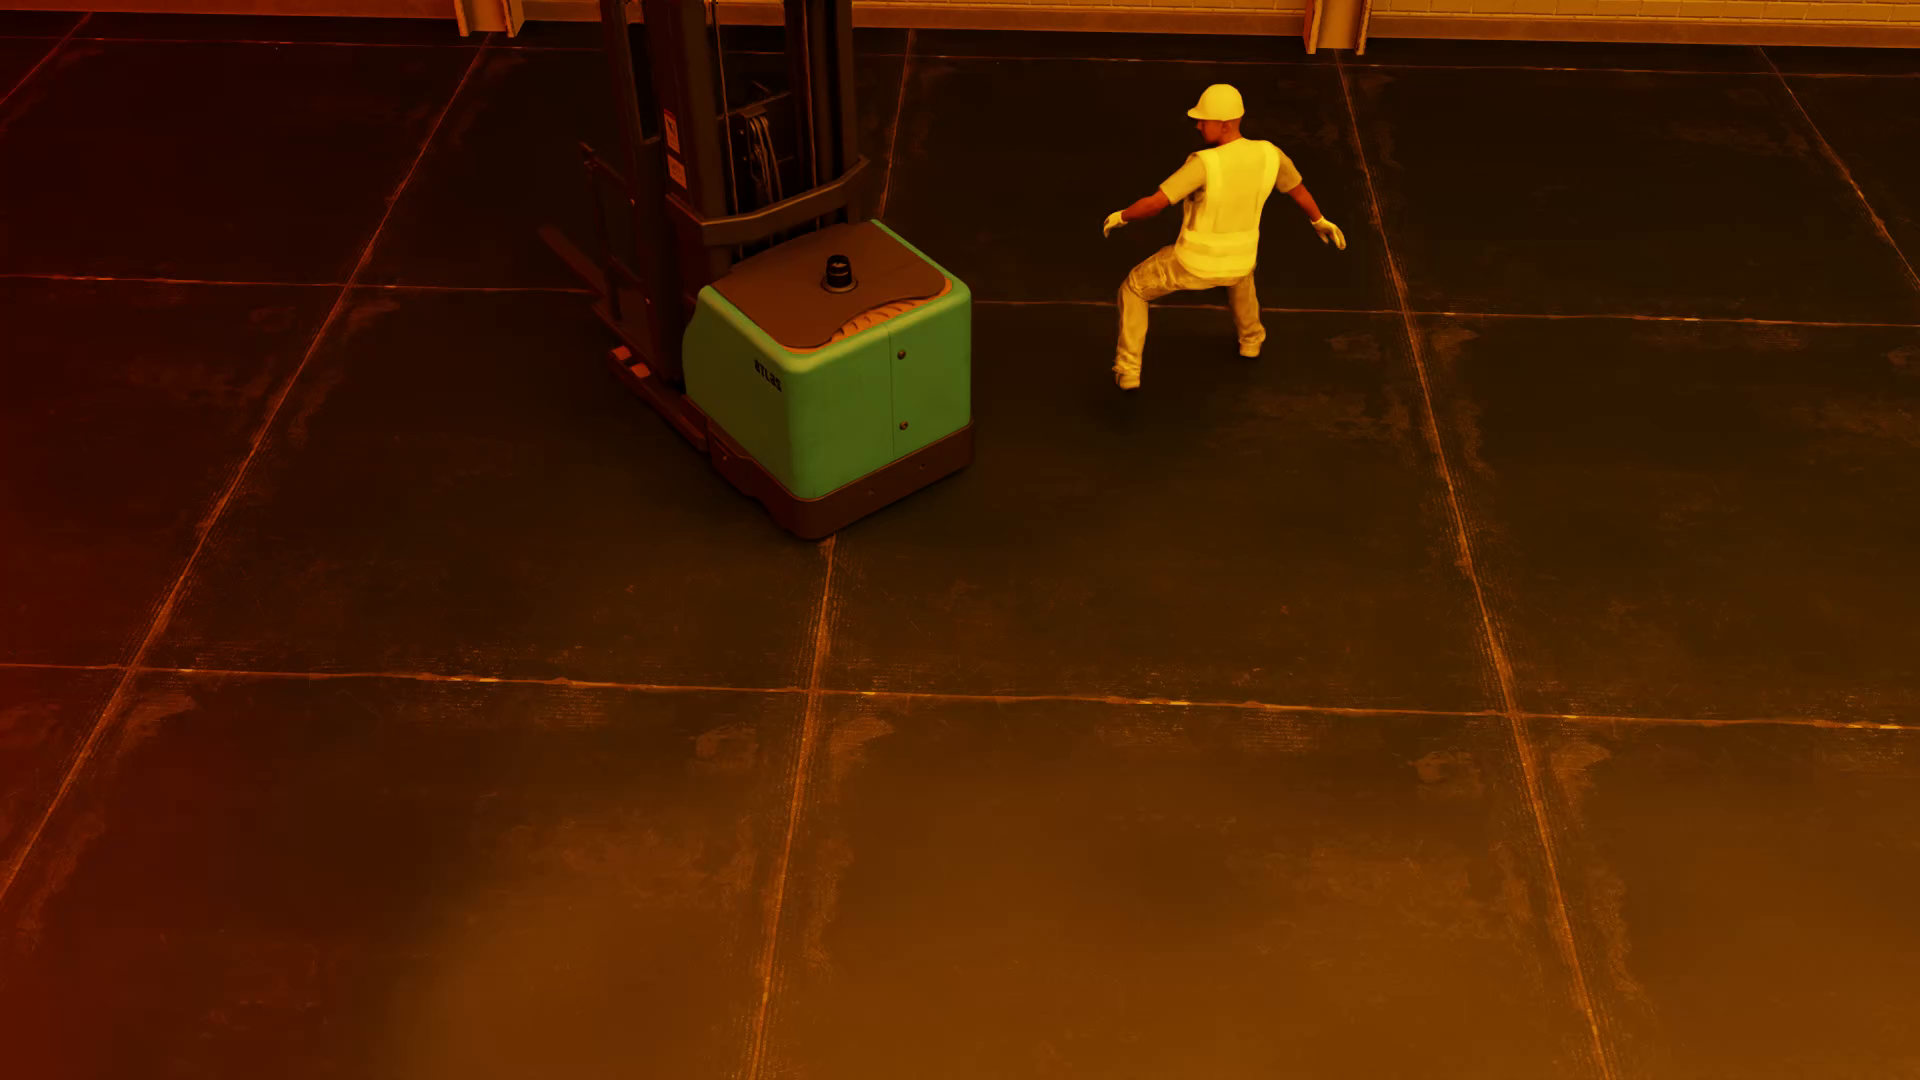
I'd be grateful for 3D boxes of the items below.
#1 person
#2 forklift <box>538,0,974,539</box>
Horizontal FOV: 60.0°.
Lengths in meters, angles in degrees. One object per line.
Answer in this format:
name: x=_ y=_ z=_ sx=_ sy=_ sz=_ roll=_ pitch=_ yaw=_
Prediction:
person: x=1.324 y=-1.485 z=8.397 sx=1.236 sy=1.677 sz=0.520 roll=-13 pitch=44 yaw=-13
forklift: x=-1.231 y=-2.027 z=7.963 sx=1.130 sy=2.935 sz=3.031 roll=-28 pitch=49 yaw=-27
